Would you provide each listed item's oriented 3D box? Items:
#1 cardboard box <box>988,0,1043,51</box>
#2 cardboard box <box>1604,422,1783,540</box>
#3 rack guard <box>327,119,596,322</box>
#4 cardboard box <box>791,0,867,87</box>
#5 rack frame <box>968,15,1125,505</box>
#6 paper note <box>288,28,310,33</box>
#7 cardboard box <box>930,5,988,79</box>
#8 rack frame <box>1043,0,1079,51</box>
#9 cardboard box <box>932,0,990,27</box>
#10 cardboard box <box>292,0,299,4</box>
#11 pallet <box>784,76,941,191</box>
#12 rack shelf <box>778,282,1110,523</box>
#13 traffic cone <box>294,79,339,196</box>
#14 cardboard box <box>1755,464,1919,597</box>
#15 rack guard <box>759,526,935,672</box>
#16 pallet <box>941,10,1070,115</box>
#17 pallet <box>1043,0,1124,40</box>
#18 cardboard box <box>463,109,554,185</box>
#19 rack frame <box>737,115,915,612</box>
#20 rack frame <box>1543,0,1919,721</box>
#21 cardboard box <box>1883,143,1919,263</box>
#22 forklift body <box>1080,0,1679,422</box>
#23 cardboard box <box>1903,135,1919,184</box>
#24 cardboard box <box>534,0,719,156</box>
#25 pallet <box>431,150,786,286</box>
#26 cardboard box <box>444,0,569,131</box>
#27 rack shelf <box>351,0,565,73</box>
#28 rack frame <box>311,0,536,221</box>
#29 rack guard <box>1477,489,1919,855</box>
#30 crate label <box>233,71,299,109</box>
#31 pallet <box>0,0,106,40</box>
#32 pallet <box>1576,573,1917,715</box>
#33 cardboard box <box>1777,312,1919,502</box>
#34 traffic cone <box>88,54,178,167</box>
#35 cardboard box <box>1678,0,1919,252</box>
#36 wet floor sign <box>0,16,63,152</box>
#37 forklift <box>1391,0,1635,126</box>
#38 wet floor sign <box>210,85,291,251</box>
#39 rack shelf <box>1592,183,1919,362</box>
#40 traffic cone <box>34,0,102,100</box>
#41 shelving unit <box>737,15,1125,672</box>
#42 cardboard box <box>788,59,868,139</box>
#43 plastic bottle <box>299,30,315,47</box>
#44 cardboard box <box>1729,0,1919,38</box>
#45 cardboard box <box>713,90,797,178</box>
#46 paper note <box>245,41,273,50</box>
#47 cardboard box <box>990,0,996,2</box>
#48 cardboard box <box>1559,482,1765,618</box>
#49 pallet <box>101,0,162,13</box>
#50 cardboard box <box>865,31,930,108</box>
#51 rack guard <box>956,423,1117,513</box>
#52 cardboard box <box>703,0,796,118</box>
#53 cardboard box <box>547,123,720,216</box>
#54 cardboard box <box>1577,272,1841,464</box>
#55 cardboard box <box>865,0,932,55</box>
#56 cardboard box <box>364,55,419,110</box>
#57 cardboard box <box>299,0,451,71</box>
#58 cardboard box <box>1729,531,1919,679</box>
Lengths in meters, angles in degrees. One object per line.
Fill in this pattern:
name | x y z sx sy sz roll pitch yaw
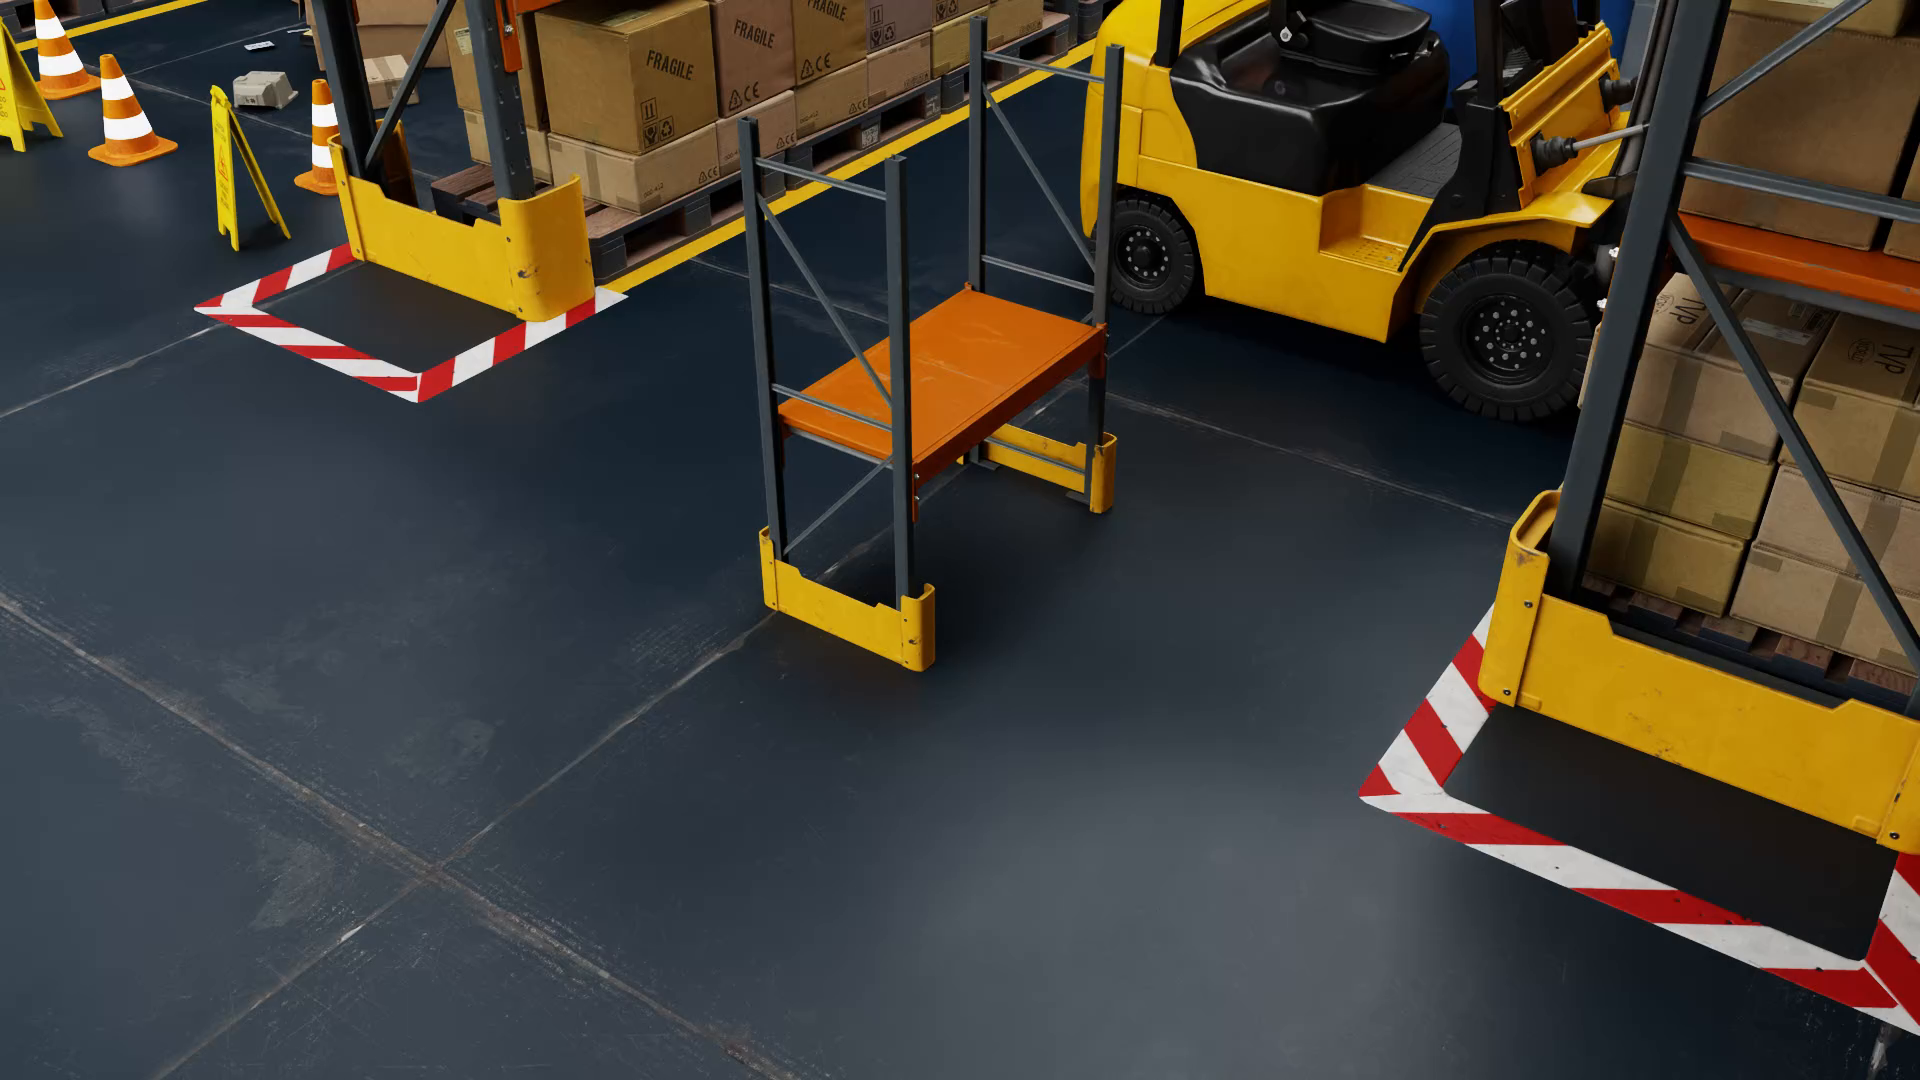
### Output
cardboard box | 0.098 -2.829 8.835 0.500 0.250 0.500 23 40 30
cardboard box | 2.034 -0.293 4.639 0.500 0.250 0.500 21 39 28
rack guard | -2.023 -1.310 6.741 1.175 0.500 0.348 21 39 28
cardboard box | -0.779 -2.421 7.562 0.500 0.500 0.500 22 40 29
rack frame | 0.241 -0.816 5.118 0.500 1.500 0.032 21 39 28
paper note | -3.810 -2.937 9.584 0.123 0.001 0.032 -15 37 -21
cardboard box | -0.198 -2.580 8.468 0.500 0.250 0.500 20 39 27
rack frame | 0.214 -4.152 8.711 1.000 3.000 0.127 21 39 28
cardboard box | -0.191 -2.904 8.277 0.500 0.500 0.500 22 40 29
cardboard box | -3.952 -3.609 10.139 0.500 0.500 0.500 29 44 36
pallet | -0.835 -2.112 8.185 1.003 0.211 1.213 21 39 28
rack shelf | -0.049 -0.433 4.873 0.538 0.185 1.000 21 39 28
traffic cone | -2.881 -1.870 7.602 0.336 0.463 0.334 21 39 28
cardboard box | 2.452 -0.119 4.382 0.500 0.250 0.500 22 40 29
rack guard | -0.327 0.161 4.789 0.587 0.250 0.087 21 39 28
pallet | -0.140 -2.676 9.019 1.003 0.211 1.213 21 39 28
pallet | 0.657 -3.355 10.023 1.003 0.211 1.213 21 39 28
cardboard box | -1.813 -1.815 7.335 0.500 0.250 0.500 21 39 28
rack frame | -0.338 -0.348 4.426 0.500 1.500 0.032 21 39 28
rack frame | 2.013 -0.727 3.647 1.000 3.000 0.127 21 39 28
cardboard box | 2.524 -0.908 3.825 0.500 0.500 0.500 23 40 30
forklift body | 1.596 -1.831 6.037 2.313 2.155 1.214 21 39 28
cardboard box | 2.381 -1.315 4.427 0.500 0.500 0.500 23 40 30
cardboard box | -1.367 -1.950 6.867 0.500 0.500 0.500 20 39 27
pallet | -1.531 -1.553 7.358 1.003 0.211 1.213 21 39 28
cardboard box | -1.824 -2.108 7.100 0.500 0.500 0.500 22 40 28
rack shelf | -0.926 -2.933 7.552 1.077 0.370 4.000 21 39 28
rack frame | -2.067 -2.311 5.989 1.000 3.000 0.127 21 39 28
rack guard | 1.999 0.320 4.331 1.175 0.500 0.348 21 39 28
crate label | -3.590 -2.314 8.550 0.250 0.136 0.298 3 34 4
pallet | -5.799 -3.083 9.621 1.003 0.211 1.213 21 39 28
pallet | 2.415 0.063 4.969 1.003 0.211 1.213 21 39 28
cardboard box | 2.443 -0.337 4.257 0.500 0.250 0.500 21 39 28
traffic cone | -3.987 -2.068 7.895 0.336 0.463 0.334 21 39 28
cardboard box | 2.078 -1.079 4.078 0.500 0.500 0.500 20 39 27
wet floor sign | -4.581 -2.224 7.963 0.267 0.644 0.232 14 37 20
forklift | 2.265 -3.804 8.259 1.130 2.935 3.031 -8 35 -11
wet floor sign | -3.054 -1.590 7.025 0.232 0.644 0.267 -22 40 -29
rack shelf | 3.153 -1.349 5.210 1.077 0.370 4.000 21 39 28
traffic cone | -4.722 -2.585 8.660 0.336 0.463 0.334 21 39 28
shelving unit | -0.043 -0.586 4.778 0.587 1.500 1.083 21 39 28
cardboard box | -0.782 -2.116 7.781 0.500 0.250 0.500 24 41 31
plastic bottle | -3.616 -2.878 9.451 0.133 0.061 0.283 8 35 12
cardboard box | 1.981 -1.286 3.806 0.380 0.149 0.250 22 40 29
cardboard box | -1.082 -1.861 7.404 0.500 0.250 0.500 23 40 30
paper note | -3.926 -2.775 9.327 0.142 0.017 0.144 -22 40 -29
cardboard box | 0.097 -3.139 8.624 0.500 0.500 0.500 21 39 28
cardboard box | 2.021 -0.079 4.769 0.500 0.250 0.500 22 40 28
pallet | -5.103 -3.642 10.447 1.003 0.211 1.213 21 39 28
cardboard box | -0.491 -2.348 8.124 0.500 0.250 0.500 22 40 29
rack guard | 0.240 -0.298 5.467 0.587 0.250 0.087 21 39 28
cardboard box | -1.072 -2.192 7.224 0.500 0.500 0.500 20 39 27
cardboard box | -1.380 -1.629 7.060 0.500 0.250 0.500 21 39 28
cardboard box | 2.019 -0.488 4.480 0.500 0.250 0.500 23 40 30
cardboard box | -0.481 -2.669 7.930 0.500 0.500 0.500 24 41 31
cardboard box | -2.979 -2.378 8.633 0.250 0.149 0.380 -15 37 -21
cardboard box | -3.145 -2.894 9.080 0.797 0.503 0.637 -3 34 -4
cardboard box | 2.454 0.075 4.542 0.500 0.250 0.500 21 40 28
